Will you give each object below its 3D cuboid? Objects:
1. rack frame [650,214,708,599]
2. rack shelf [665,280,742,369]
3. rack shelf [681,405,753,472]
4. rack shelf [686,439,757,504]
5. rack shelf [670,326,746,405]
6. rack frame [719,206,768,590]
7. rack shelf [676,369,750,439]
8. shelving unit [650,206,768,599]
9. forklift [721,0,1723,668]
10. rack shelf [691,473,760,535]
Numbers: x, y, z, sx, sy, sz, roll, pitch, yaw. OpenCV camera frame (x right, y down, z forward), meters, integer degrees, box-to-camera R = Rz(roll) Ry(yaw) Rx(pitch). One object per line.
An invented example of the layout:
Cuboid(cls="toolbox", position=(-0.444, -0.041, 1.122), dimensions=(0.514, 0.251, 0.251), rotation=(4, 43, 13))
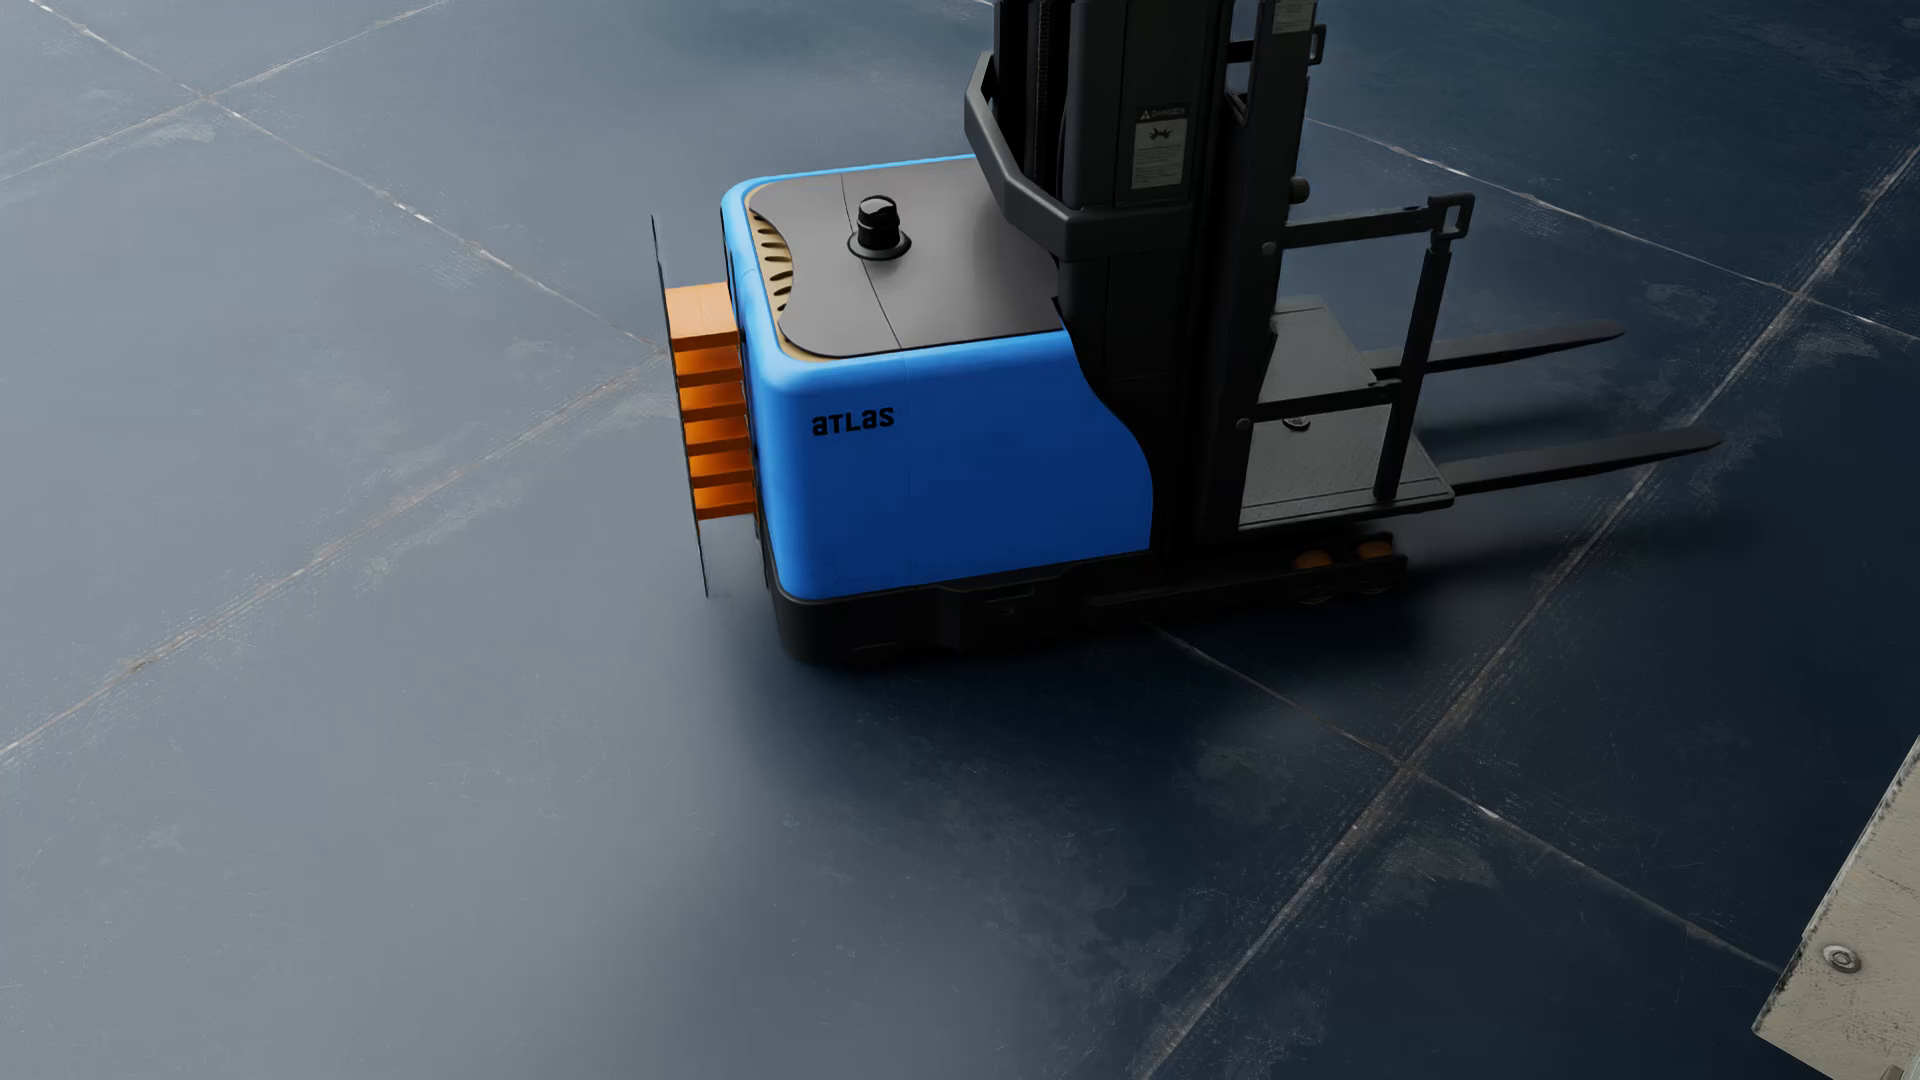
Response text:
Cuboid(cls="rack frame", position=(-0.794, -0.344, 4.737), dimensions=(0.006, 1.200, 0.240), rotation=(-9, 43, -9))
Cuboid(cls="rack shelf", position=(-0.704, -0.591, 4.539), dimensions=(0.180, 0.103, 0.258), rotation=(-9, 43, -9))
Cuboid(cls="rack shelf", position=(-0.704, -0.325, 4.782), dimensions=(0.180, 0.103, 0.258), rotation=(-9, 43, -9))
Cuboid(cls="rack shelf", position=(-0.704, -0.236, 4.862), dimensions=(0.180, 0.103, 0.258), rotation=(-9, 43, -9))
Cuboid(cls="rack shelf", position=(-0.704, -0.503, 4.620), dimensions=(0.180, 0.103, 0.258), rotation=(-9, 43, -9))
Cuboid(cls="rack frame", position=(-0.615, -0.371, 4.767), dimensions=(0.006, 1.200, 0.240), rotation=(-9, 43, -9))
Cuboid(cls="rack shelf", position=(-0.704, -0.414, 4.701), dimensions=(0.180, 0.103, 0.258), rotation=(-9, 43, -9))
Cuboid(cls="shelving unit", position=(-0.704, -0.358, 4.752), dimensions=(0.189, 1.200, 0.258), rotation=(-9, 43, -9))
Cuboid(cls="forklift", position=(0.871, -1.230, 4.424), dimensions=(3.031, 2.935, 1.130), rotation=(-9, 43, -9))
Cuboid(cls="rack shelf", position=(-0.704, -0.147, 4.943), dimensions=(0.180, 0.103, 0.258), rotation=(-9, 43, -9))
